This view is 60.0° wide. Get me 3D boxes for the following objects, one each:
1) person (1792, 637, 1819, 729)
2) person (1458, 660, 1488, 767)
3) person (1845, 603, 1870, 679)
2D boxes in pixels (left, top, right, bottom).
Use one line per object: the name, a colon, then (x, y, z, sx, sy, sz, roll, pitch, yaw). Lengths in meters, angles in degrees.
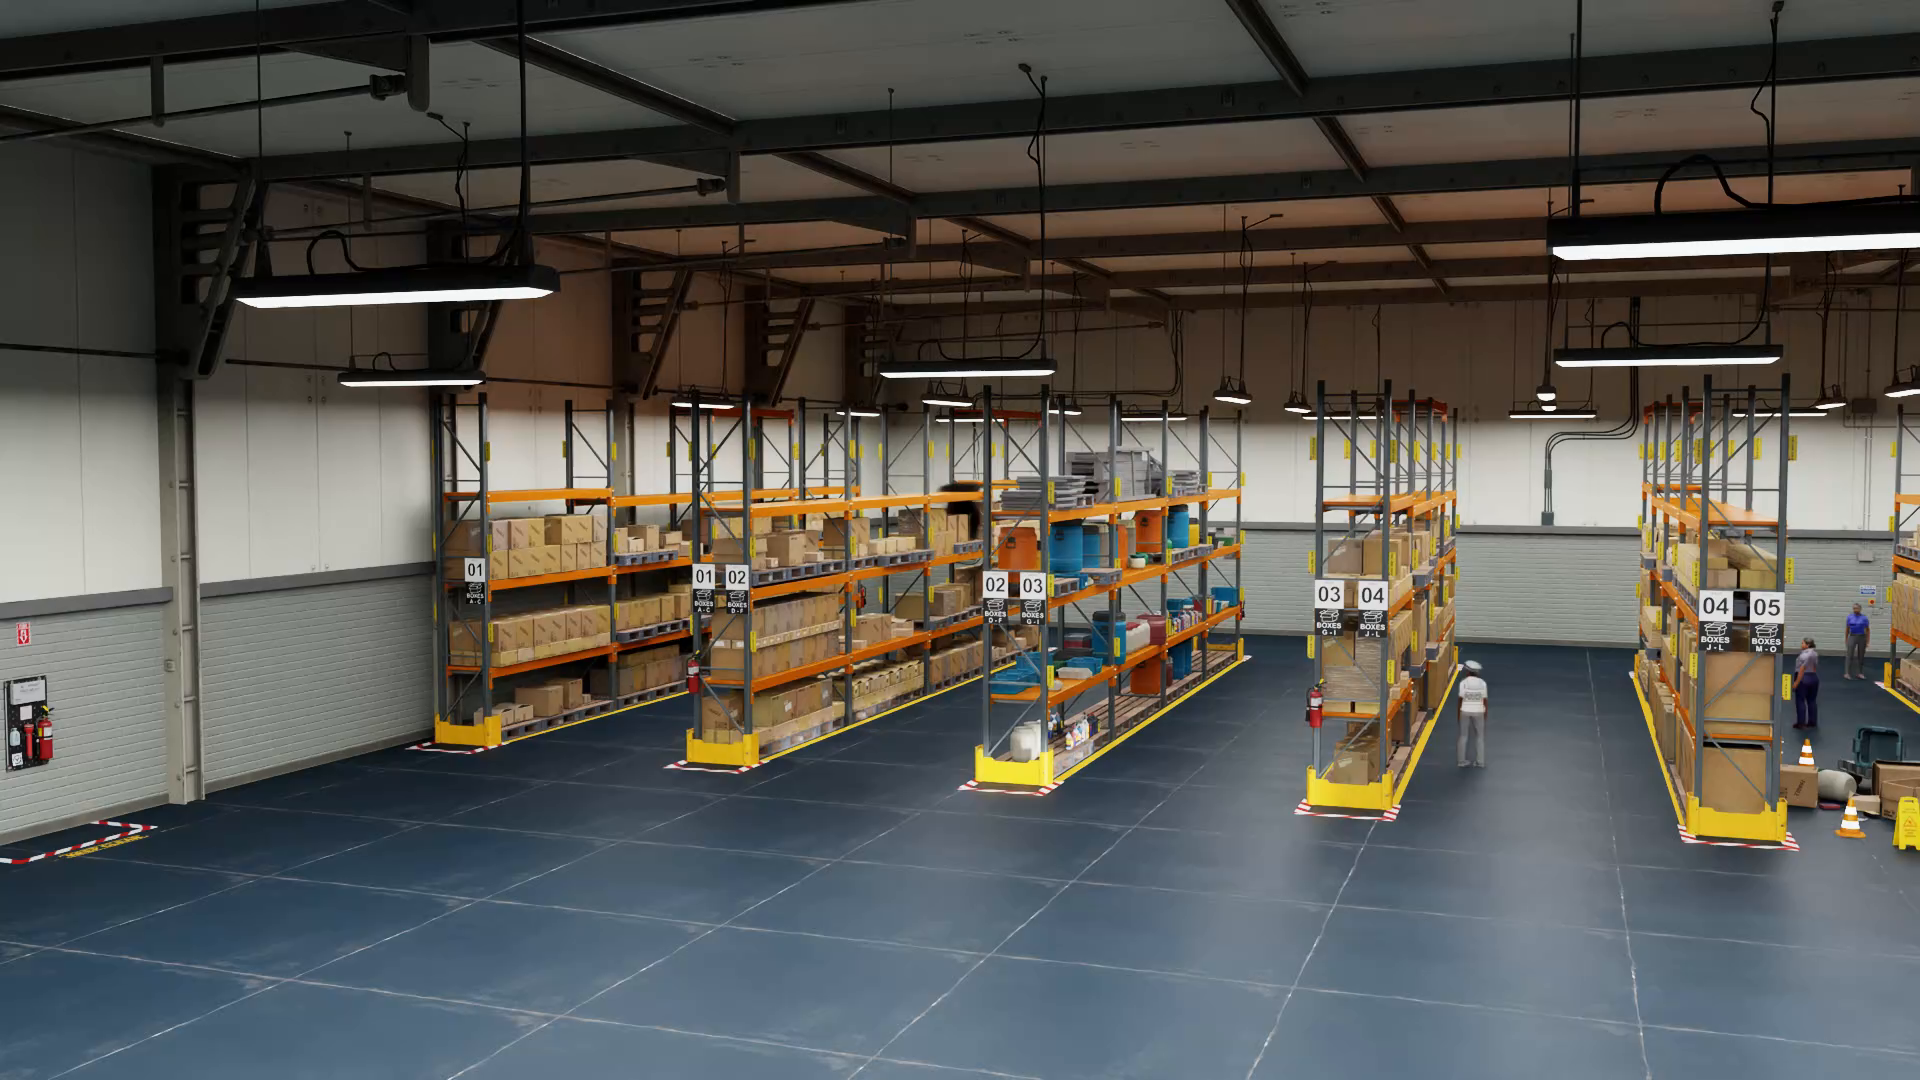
person: (15.305, 2.590, 30.113, 0.521, 1.669, 0.379, -1, 3, -20)
person: (8.131, 2.759, 26.366, 0.440, 1.696, 0.391, 2, 3, 30)
person: (19.760, 2.224, 36.621, 0.482, 1.675, 0.509, 2, 4, 31)
